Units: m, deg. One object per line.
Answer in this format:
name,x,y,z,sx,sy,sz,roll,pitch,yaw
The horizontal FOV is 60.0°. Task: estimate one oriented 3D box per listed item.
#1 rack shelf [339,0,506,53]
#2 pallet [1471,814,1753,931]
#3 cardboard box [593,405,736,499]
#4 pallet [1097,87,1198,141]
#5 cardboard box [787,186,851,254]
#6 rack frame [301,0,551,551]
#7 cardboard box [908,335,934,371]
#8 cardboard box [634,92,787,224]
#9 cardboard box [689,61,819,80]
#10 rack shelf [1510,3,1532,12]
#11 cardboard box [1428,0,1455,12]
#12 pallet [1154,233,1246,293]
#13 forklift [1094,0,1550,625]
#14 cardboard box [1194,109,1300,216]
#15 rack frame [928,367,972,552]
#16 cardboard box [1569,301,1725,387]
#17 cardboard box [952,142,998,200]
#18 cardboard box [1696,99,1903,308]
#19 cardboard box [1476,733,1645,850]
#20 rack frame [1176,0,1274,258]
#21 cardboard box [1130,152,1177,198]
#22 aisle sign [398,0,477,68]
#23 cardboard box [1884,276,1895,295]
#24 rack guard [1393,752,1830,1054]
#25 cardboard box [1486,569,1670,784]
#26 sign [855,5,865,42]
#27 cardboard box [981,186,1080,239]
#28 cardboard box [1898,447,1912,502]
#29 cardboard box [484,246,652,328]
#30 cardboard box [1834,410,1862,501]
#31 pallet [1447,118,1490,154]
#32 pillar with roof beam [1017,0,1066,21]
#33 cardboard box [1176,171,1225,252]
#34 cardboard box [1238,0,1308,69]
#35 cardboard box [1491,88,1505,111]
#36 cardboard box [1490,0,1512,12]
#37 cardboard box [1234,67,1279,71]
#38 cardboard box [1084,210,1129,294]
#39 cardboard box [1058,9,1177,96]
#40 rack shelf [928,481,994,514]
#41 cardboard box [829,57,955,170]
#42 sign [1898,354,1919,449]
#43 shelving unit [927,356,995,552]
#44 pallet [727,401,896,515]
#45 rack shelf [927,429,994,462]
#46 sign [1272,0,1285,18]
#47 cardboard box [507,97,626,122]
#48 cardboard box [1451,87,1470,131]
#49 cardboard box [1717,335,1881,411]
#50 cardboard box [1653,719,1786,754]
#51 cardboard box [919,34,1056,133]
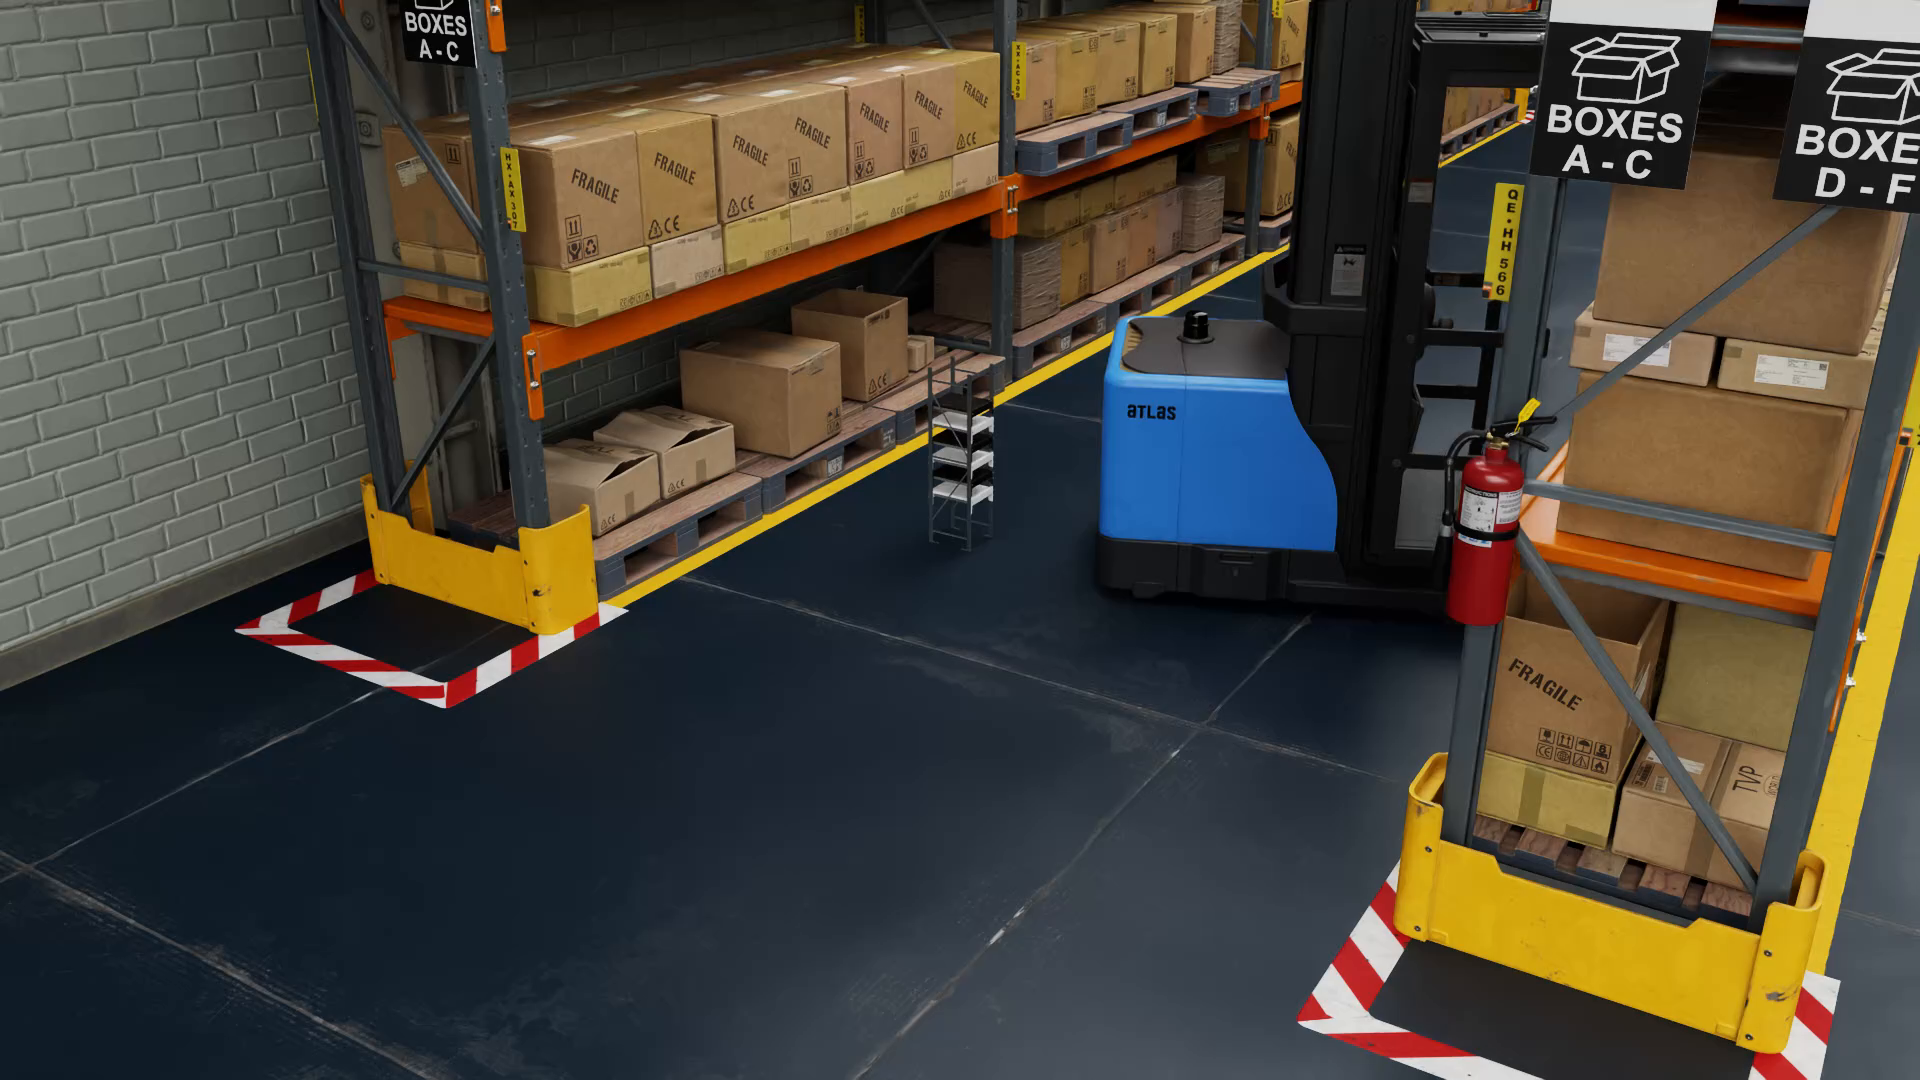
rack shelf,-1.180,-2.825,8.131,1.077,0.370,4.000,14,27,29
pallet,2.343,0.946,5.800,1.003,0.211,1.213,14,27,29
cardboard box,-1.493,-0.479,8.412,0.500,0.311,0.500,16,28,33
pallet,0.976,-3.039,11.737,1.003,0.211,1.213,14,27,29
cardboard box,-0.904,-1.662,8.476,0.500,0.250,0.500,14,27,29
rack frame,-2.235,-1.104,7.024,1.000,3.000,0.127,14,27,29
cardboard box,-0.382,-1.169,10.187,0.380,0.166,0.250,10,25,22
cardboard box,-1.181,-1.824,7.908,0.500,0.500,0.500,13,27,27
cardboard box,-1.094,-2.283,8.967,0.500,0.500,0.500,15,27,30
rack shelf,5.150,-5.499,18.082,1.077,0.370,4.000,14,27,29
cardboard box,4.395,-5.471,16.736,0.980,0.700,0.700,14,27,30
pallet,1.572,-2.261,13.207,1.003,0.211,1.213,14,27,29
forklift,2.179,-1.183,7.293,3.031,2.935,1.130,3,24,8
cardboard box,2.484,-3.231,14.115,0.750,0.750,0.750,13,27,28
rack frame,-0.049,-0.381,7.998,0.240,0.900,0.006,14,27,29
cardboard box,2.015,-0.580,4.871,0.380,0.149,0.250,13,27,28
cardboard box,-0.117,-2.171,9.653,0.500,0.250,0.500,14,27,29
cardboard box,2.533,-1.060,5.164,0.700,0.500,0.500,13,27,28
cardboard box,2.007,0.759,5.653,0.500,0.250,0.500,14,27,29
rack frame,1.985,-3.804,13.262,1.000,3.000,0.127,14,27,29
cardboard box,1.296,-2.770,12.521,0.500,0.250,0.500,14,27,30
aisle sign,-2.018,-2.210,6.307,0.394,0.787,0.004,14,27,29
cardboard box,2.770,-0.756,5.279,0.380,0.149,0.250,13,27,28
rack guard,1.963,1.088,5.107,1.175,0.500,0.348,14,27,29
cardboard box,2.006,0.414,5.505,0.500,0.500,0.500,14,27,29
sign,-0.598,-3.100,10.179,0.100,0.325,0.005,14,27,29
cardboard box,0.479,-2.254,11.330,0.500,0.250,0.500,13,27,28
cardboard box,4.509,-0.432,8.405,0.500,0.250,0.500,13,27,28
cardboard box,-1.708,-1.142,7.277,0.500,0.250,0.500,13,27,27
cardboard box,2.506,-0.446,5.379,0.700,0.500,0.500,15,27,30
pallet,5.205,-4.528,18.444,1.003,0.211,1.213,14,27,29
pillar with roof beam,4.222,-5.398,9.391,9.100,9.000,0.400,14,27,29
cardboard box,1.650,-2.605,13.084,0.700,0.500,0.500,14,27,30
cardboard box,2.459,-4.106,13.433,0.500,0.500,0.500,15,27,30
cardboard box,5.921,-5.293,19.318,0.700,0.500,0.500,14,27,29
cardboard box,5.570,-6.220,18.464,0.980,0.700,0.700,14,27,29
cardboard box,2.355,-3.761,13.452,0.380,0.149,0.250,13,27,28
cardboard box,0.783,-2.109,11.940,0.700,0.500,0.500,14,27,30
cardboard box,1.107,-3.466,11.801,0.700,0.500,0.500,14,27,29
rack shelf,0.004,-0.220,8.162,0.258,0.077,0.200,14,27,29
cardboard box,-0.370,-2.344,9.110,0.500,0.500,0.500,14,27,29
sign,2.444,-0.382,4.168,0.100,0.325,0.005,14,27,29
shelving unit,0.004,-0.416,8.078,0.258,0.900,0.210,14,27,29
pallet,-1.092,-0.527,9.201,1.003,0.211,1.213,14,27,29
rack shelf,0.004,-0.468,8.055,0.258,0.077,0.200,14,27,29
sign,2.451,-4.189,12.792,0.100,0.325,0.005,14,27,29
cardboard box,-1.893,-1.760,7.759,0.500,0.500,0.500,14,27,30
cardboard box,5.117,-4.772,18.116,0.700,0.500,0.500,15,27,30
cardboard box,2.365,-0.498,4.682,0.380,0.149,0.250,14,27,29
cardboard box,2.708,0.698,5.794,0.500,0.250,0.500,14,27,29
cardboard box,0.172,-2.866,10.416,0.700,0.500,0.500,14,27,29
